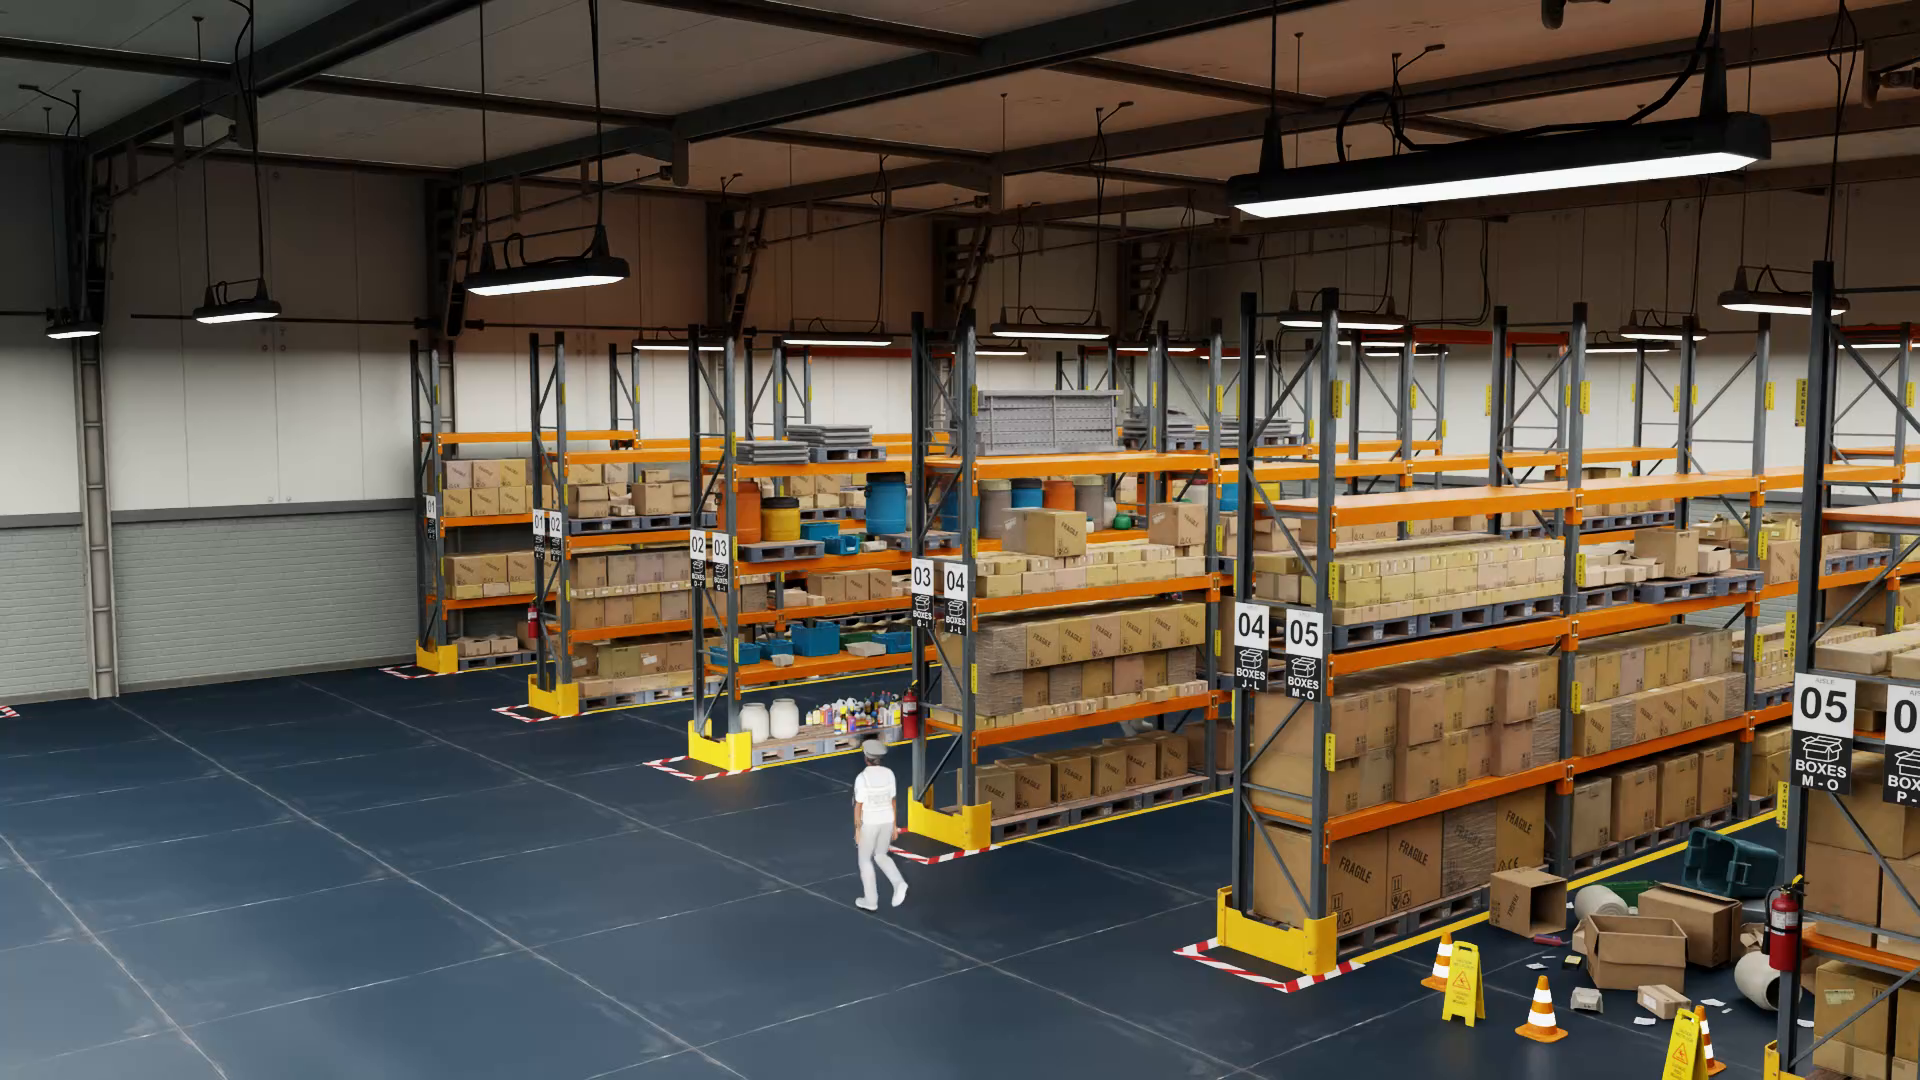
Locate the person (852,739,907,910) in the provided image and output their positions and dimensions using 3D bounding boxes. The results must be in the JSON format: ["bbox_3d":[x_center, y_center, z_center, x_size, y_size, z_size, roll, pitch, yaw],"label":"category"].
[{"bbox_3d":[-0.805,2.801,16.315,0.452,1.674,0.561,-5,7,-43],"label":"person"}]

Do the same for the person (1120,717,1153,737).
[{"bbox_3d":[2.504,2.157,23.241,0.621,1.740,0.598,-3,6,-28],"label":"person"}]
